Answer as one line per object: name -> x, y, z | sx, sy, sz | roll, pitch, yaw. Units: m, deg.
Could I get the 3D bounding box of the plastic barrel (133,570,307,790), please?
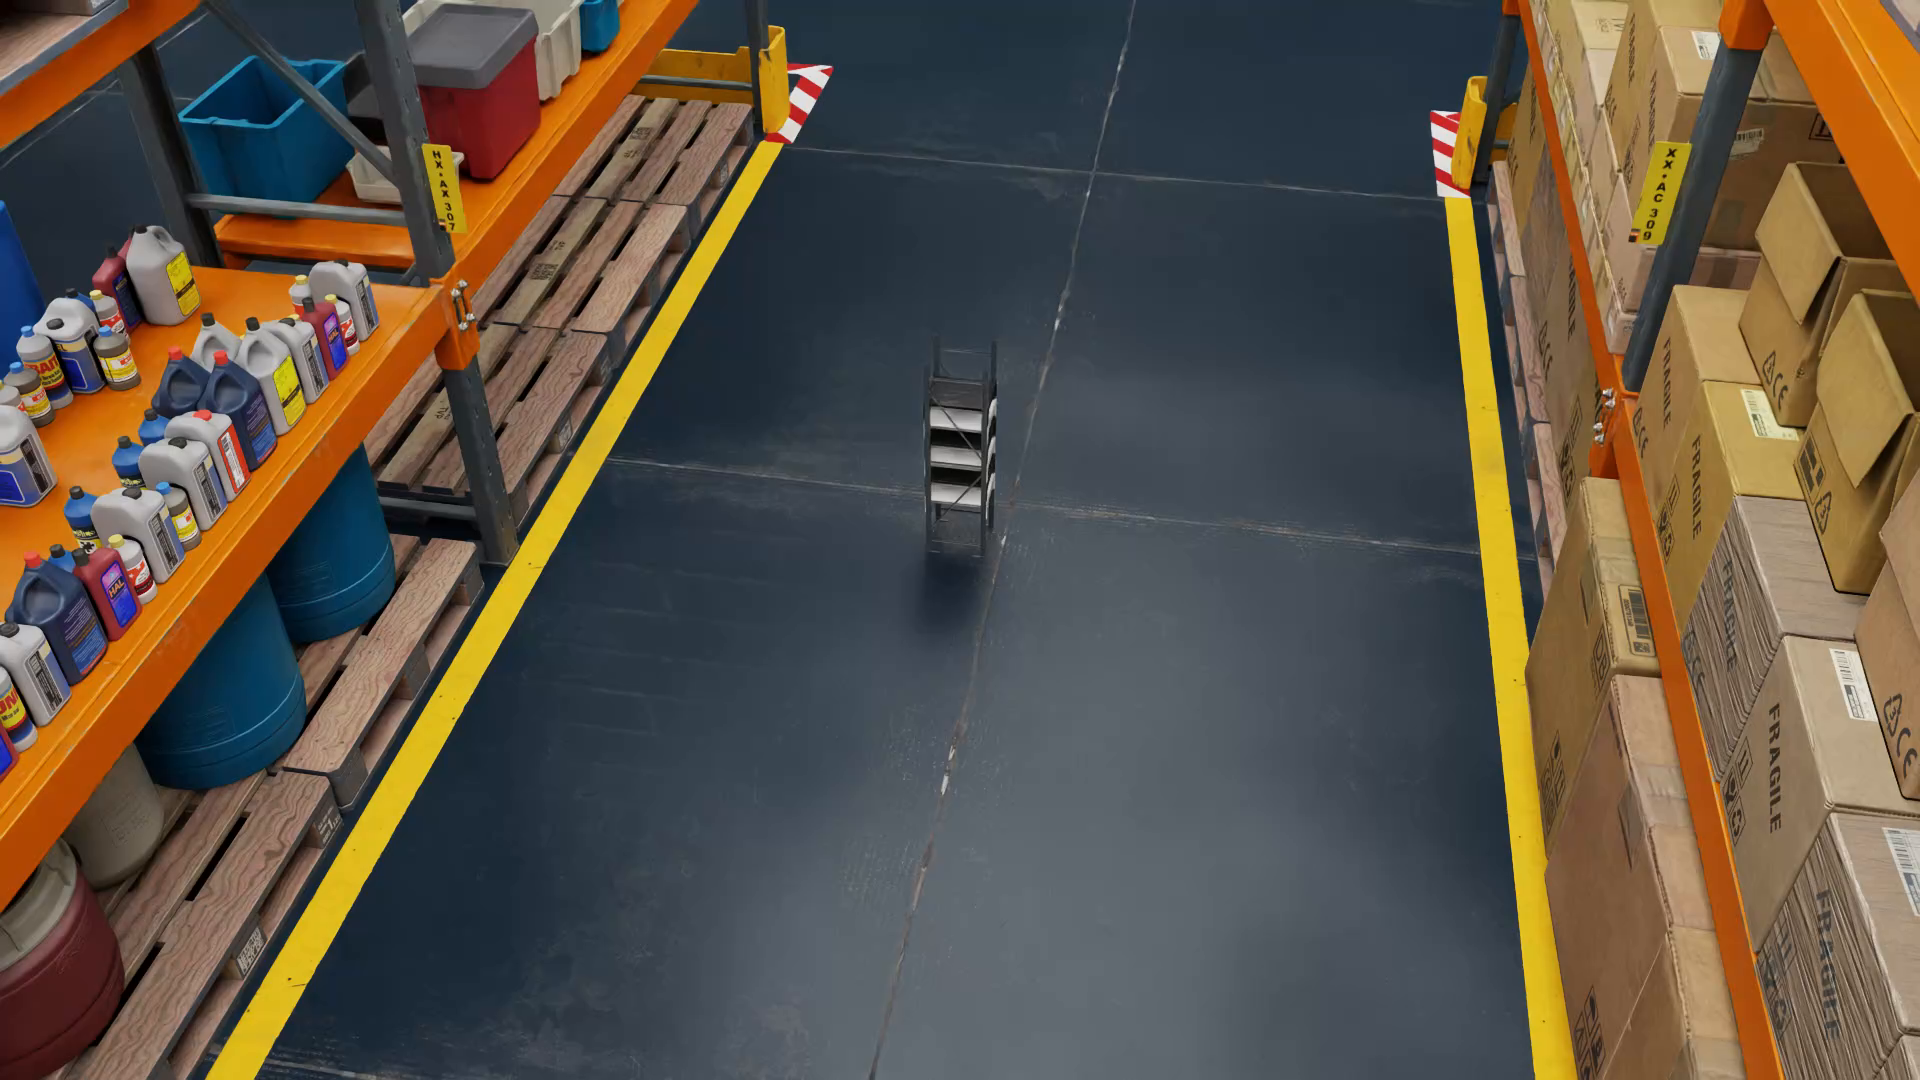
plastic barrel -> -2.511, 0.293, 5.358 | 0.600, 0.901, 0.708 | 6, 40, 8

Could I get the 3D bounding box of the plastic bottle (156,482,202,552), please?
plastic bottle -> -2.194, -0.072, 4.639 | 0.097, 0.201, 0.097 | 0, 40, 0

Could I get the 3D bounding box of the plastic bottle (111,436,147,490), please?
plastic bottle -> -2.327, -0.177, 4.711 | 0.097, 0.271, 0.097 | 0, 40, 0

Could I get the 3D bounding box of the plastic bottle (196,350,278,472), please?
plastic bottle -> -2.146, -0.390, 4.906 | 0.144, 0.351, 0.185 | 6, 40, 8

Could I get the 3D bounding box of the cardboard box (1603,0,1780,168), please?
cardboard box -> 2.508, -1.569, 5.590 | 0.500, 0.500, 0.500 | 7, 40, 8

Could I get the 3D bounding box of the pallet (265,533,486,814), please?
pallet -> -2.452, 0.417, 6.080 | 1.003, 0.211, 1.213 | 6, 40, 8

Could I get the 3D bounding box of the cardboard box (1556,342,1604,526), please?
cardboard box -> 2.794, -0.340, 6.145 | 0.875, 0.875, 0.875 | 6, 40, 8

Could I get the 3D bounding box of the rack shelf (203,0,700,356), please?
rack shelf -> -1.932, -2.115, 7.519 | 1.077, 0.370, 4.000 | 6, 40, 8

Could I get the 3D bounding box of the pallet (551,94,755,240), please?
pallet -> -1.766, -2.060, 9.076 | 1.003, 0.211, 1.213 | 6, 40, 8

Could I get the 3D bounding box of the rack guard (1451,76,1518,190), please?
rack guard -> 3.297, -2.153, 8.962 | 1.175, 0.500, 0.348 | 6, 40, 8

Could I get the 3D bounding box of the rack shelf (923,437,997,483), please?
rack shelf -> 0.001, -0.326, 6.491 | 0.258, 0.077, 0.200 | 6, 40, 8

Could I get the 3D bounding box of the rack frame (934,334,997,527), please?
rack frame -> 0.019, -0.416, 6.547 | 0.240, 0.900, 0.006 | 6, 40, 8

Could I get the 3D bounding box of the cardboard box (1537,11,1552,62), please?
cardboard box -> 2.730, -2.173, 7.222 | 0.380, 0.149, 0.250 | 6, 40, 7

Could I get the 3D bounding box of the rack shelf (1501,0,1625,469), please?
rack shelf -> 2.947, -1.569, 6.859 | 1.077, 0.370, 4.000 | 6, 40, 8

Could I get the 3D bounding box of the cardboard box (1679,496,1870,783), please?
cardboard box -> 2.102, 0.261, 4.002 | 0.500, 0.500, 0.500 | 6, 40, 7

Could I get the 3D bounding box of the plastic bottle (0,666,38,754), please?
plastic bottle -> -2.330, 0.392, 4.023 | 0.097, 0.271, 0.097 | 0, 40, 0

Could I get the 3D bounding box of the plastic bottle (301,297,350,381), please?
plastic bottle -> -2.023, -0.659, 5.285 | 0.061, 0.283, 0.133 | 6, 40, 8

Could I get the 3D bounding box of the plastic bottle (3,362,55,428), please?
plastic bottle -> -2.860, -0.452, 5.099 | 0.097, 0.201, 0.097 | 0, 40, 0

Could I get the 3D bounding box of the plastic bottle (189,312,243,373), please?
plastic bottle -> -2.256, -0.521, 5.065 | 0.144, 0.351, 0.185 | 6, 40, 8

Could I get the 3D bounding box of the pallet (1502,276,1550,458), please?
pallet -> 3.018, -0.753, 7.495 | 1.003, 0.211, 1.213 | 6, 40, 8

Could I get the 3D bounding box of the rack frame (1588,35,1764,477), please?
rack frame -> 2.601, -0.591, 5.111 | 1.000, 3.000, 0.127 | 6, 40, 8

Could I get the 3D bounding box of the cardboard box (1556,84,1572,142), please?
cardboard box -> 2.598, -1.688, 6.635 | 0.380, 0.149, 0.250 | 7, 40, 8

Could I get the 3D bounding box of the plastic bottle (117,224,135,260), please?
plastic bottle -> -2.761, -0.909, 5.588 | 0.061, 0.283, 0.133 | 6, 40, 8

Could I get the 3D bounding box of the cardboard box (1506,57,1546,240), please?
cardboard box -> 3.261, -2.034, 8.194 | 0.875, 0.875, 0.875 | 6, 40, 8

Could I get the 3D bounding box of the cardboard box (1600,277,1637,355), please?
cardboard box -> 2.331, -0.722, 5.466 | 0.380, 0.149, 0.250 | 7, 40, 8

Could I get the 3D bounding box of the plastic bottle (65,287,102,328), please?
plastic bottle -> -2.803, -0.686, 5.326 | 0.097, 0.271, 0.097 | 0, 40, 0

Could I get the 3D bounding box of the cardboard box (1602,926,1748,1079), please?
cardboard box -> 2.210, 1.587, 3.815 | 1.225, 0.875, 0.875 | 7, 40, 8

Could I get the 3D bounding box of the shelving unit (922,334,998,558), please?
shelving unit -> 0.001, -0.352, 6.469 | 0.258, 0.900, 0.210 | 6, 40, 8

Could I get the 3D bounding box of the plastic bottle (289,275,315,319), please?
plastic bottle -> -2.154, -0.780, 5.495 | 0.097, 0.201, 0.097 | 0, 40, 0

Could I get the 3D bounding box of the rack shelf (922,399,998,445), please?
rack shelf -> 0.001, -0.465, 6.376 | 0.258, 0.077, 0.200 | 6, 40, 8

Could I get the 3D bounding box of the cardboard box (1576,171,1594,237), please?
cardboard box -> 2.464, -1.206, 6.052 | 0.380, 0.149, 0.250 | 7, 40, 9

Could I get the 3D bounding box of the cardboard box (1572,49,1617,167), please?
cardboard box -> 2.594, -1.600, 6.215 | 0.500, 0.250, 0.500 | 7, 40, 9

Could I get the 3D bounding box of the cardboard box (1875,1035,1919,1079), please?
cardboard box -> 1.842, 1.231, 2.828 | 0.500, 0.500, 0.500 | 6, 40, 7

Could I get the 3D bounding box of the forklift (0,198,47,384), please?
forklift -> -5.157, -1.117, 5.801 | 1.130, 2.935, 3.031 | 25, 46, 27

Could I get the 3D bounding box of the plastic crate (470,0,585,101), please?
plastic crate -> -1.832, -2.053, 6.925 | 0.437, 0.282, 0.530 | 6, 40, 8

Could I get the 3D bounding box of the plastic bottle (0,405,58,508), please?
plastic bottle -> -2.743, -0.243, 4.788 | 0.152, 0.276, 0.135 | 6, 40, 8

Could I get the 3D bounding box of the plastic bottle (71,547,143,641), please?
plastic bottle -> -2.236, 0.116, 4.347 | 0.061, 0.283, 0.133 | 6, 40, 8

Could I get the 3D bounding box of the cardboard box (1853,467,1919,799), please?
cardboard box -> 2.276, 0.206, 3.281 | 0.797, 0.503, 0.637 | 8, 40, 9

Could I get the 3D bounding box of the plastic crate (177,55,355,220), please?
plastic crate -> -2.533, -1.485, 6.158 | 0.392, 0.384, 0.575 | 6, 40, 8
